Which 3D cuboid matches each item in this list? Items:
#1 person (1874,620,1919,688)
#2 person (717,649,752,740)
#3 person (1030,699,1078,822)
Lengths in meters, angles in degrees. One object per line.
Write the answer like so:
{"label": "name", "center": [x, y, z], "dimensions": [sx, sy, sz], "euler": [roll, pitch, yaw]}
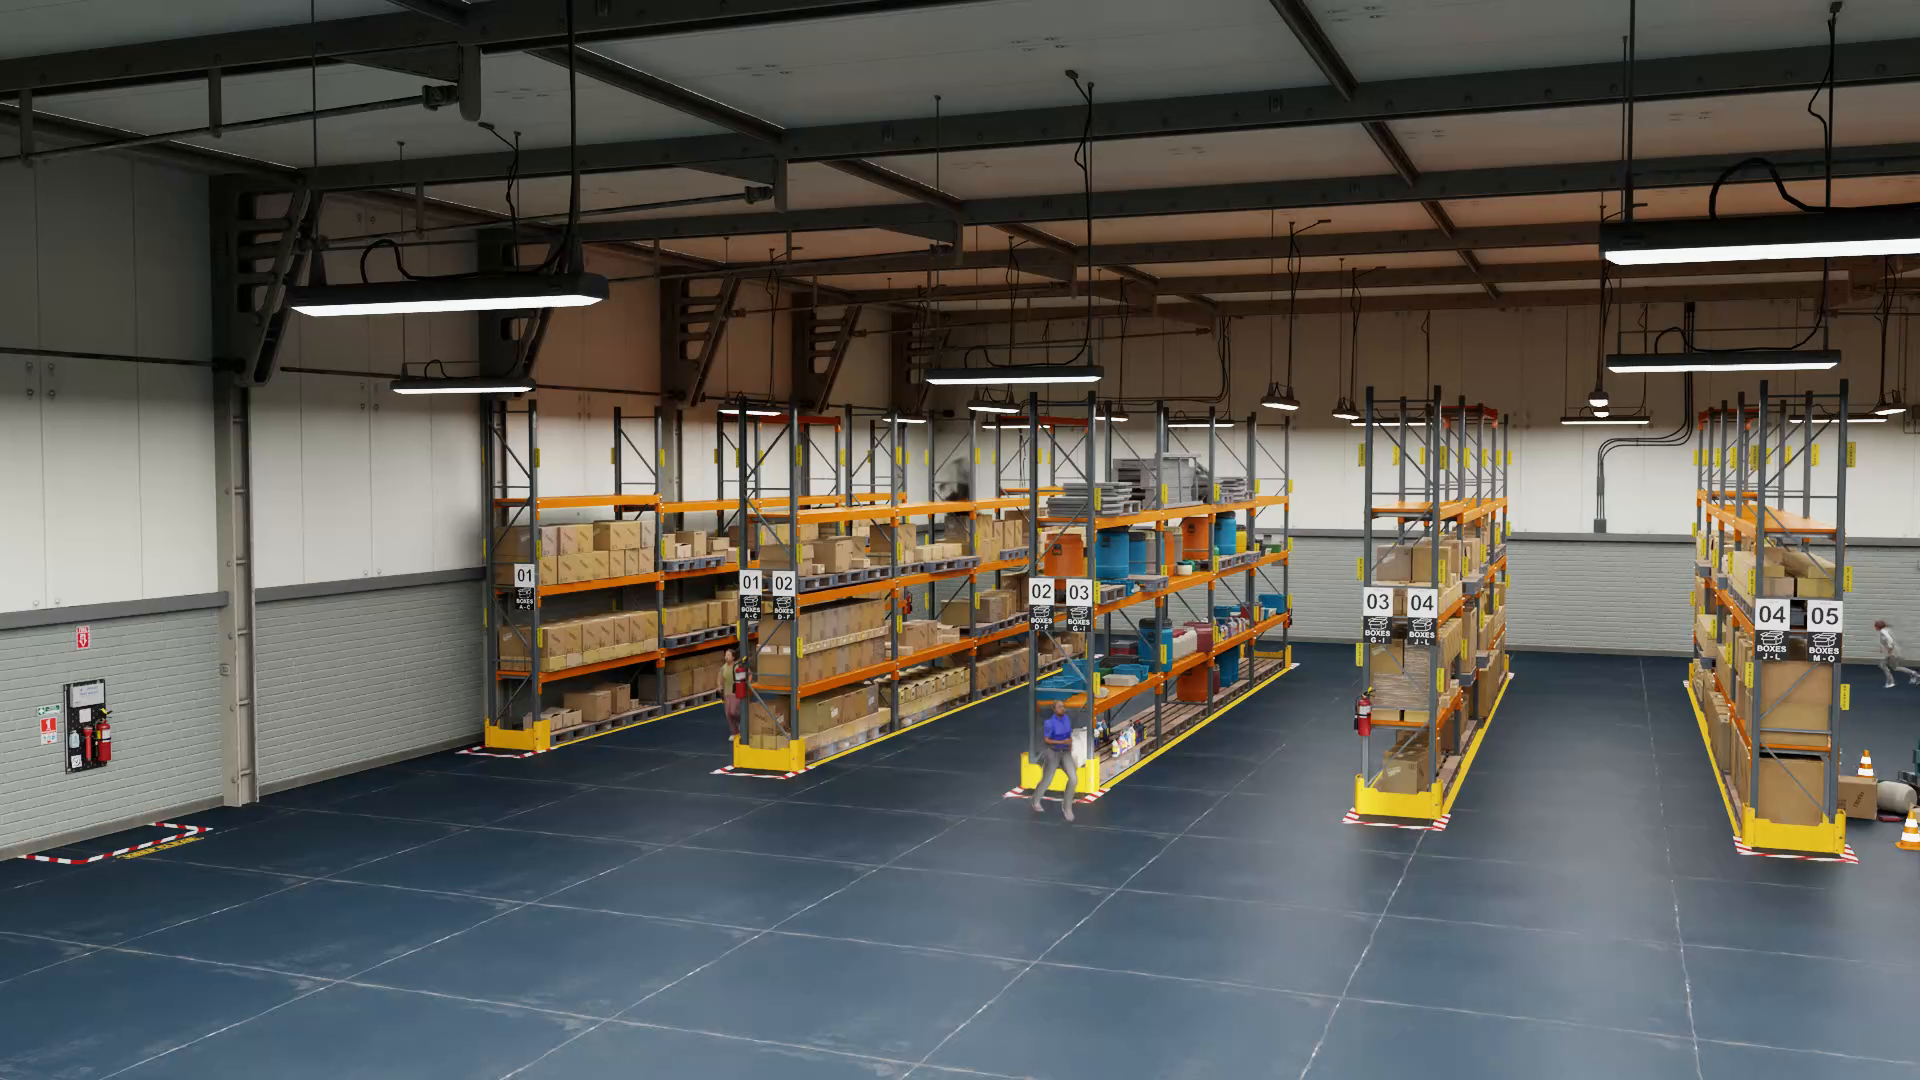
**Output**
{"label": "person", "center": [20.387, 2.502, 36.192], "dimensions": [0.889, 1.500, 0.542], "euler": [2, 3, 31]}
{"label": "person", "center": [-4.028, 2.744, 29.458], "dimensions": [0.602, 1.631, 0.598], "euler": [1, 3, 19]}
{"label": "person", "center": [1.358, 3.048, 23.123], "dimensions": [0.584, 1.686, 0.884], "euler": [-2, 3, -30]}
